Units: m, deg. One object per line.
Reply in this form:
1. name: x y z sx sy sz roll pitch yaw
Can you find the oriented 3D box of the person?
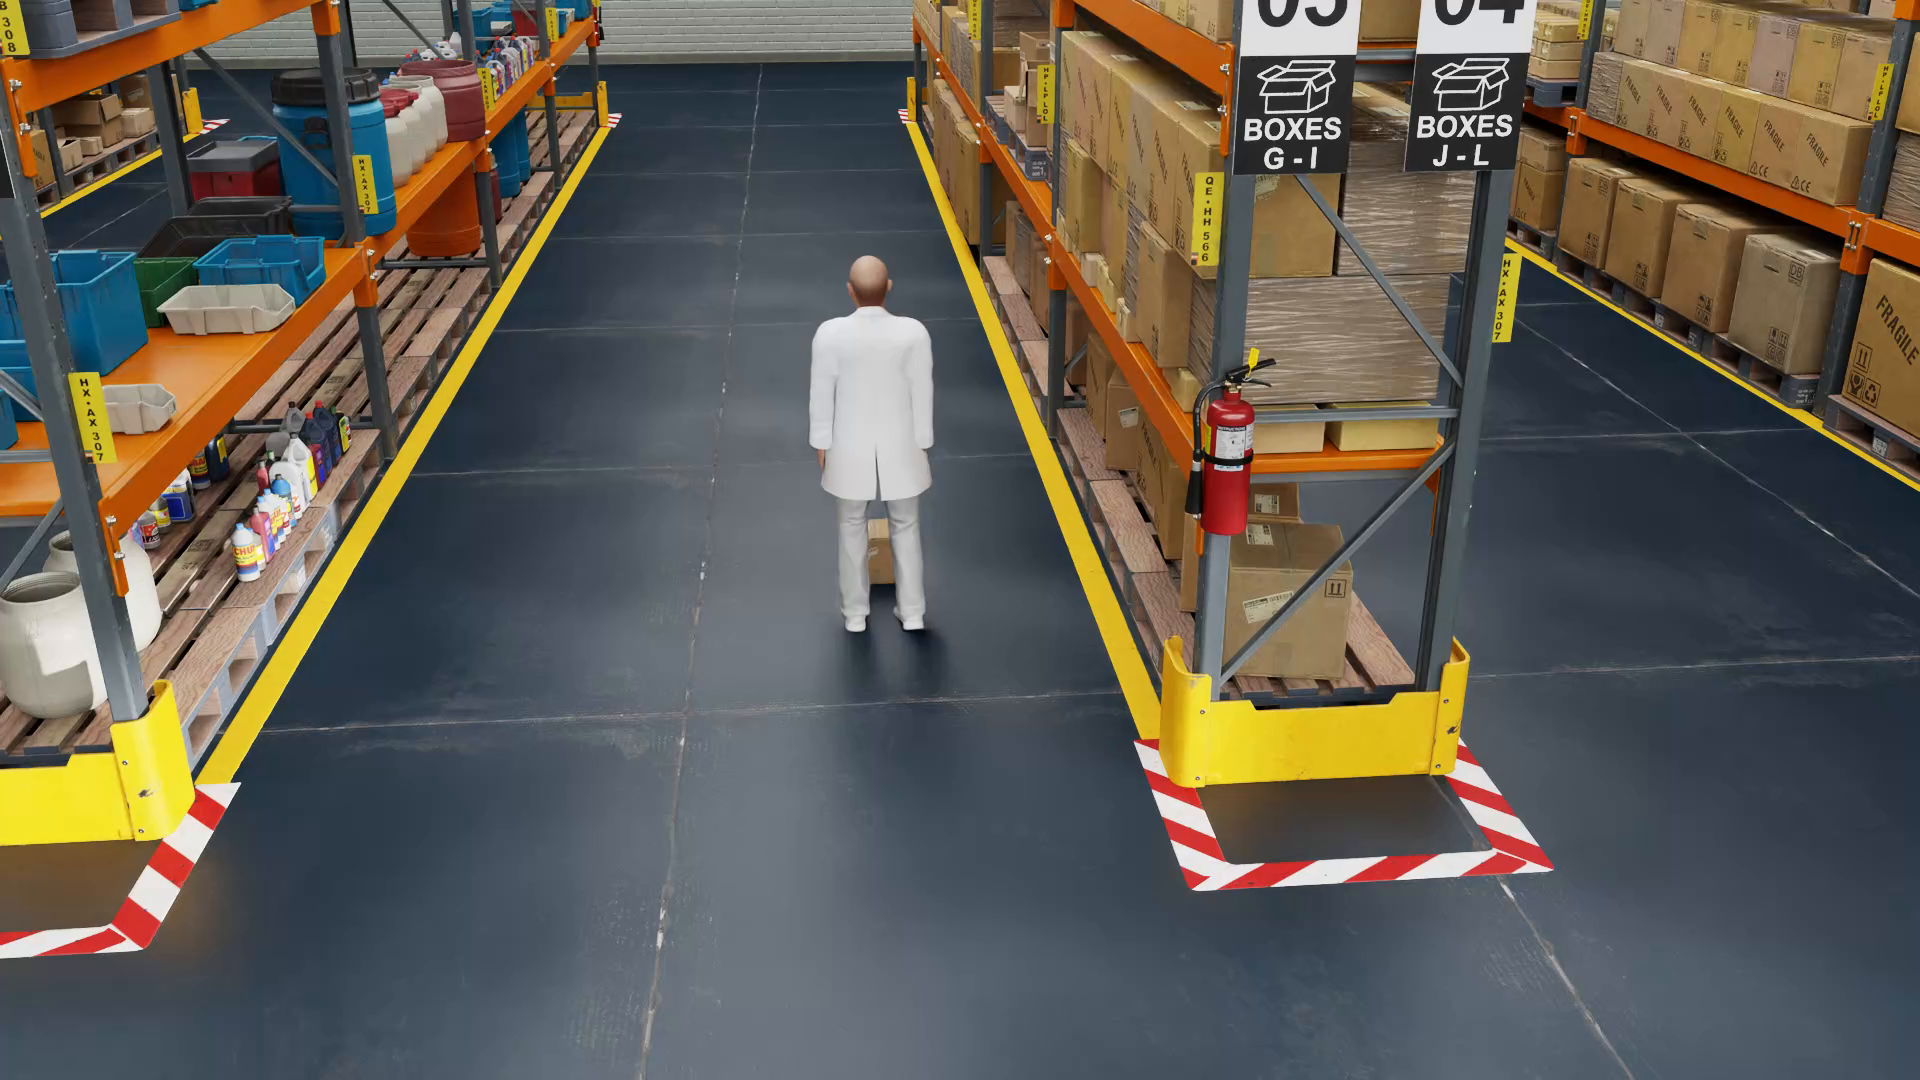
1. person: -0.405 -0.374 7.656 0.565 1.726 0.426 -2 23 -4
